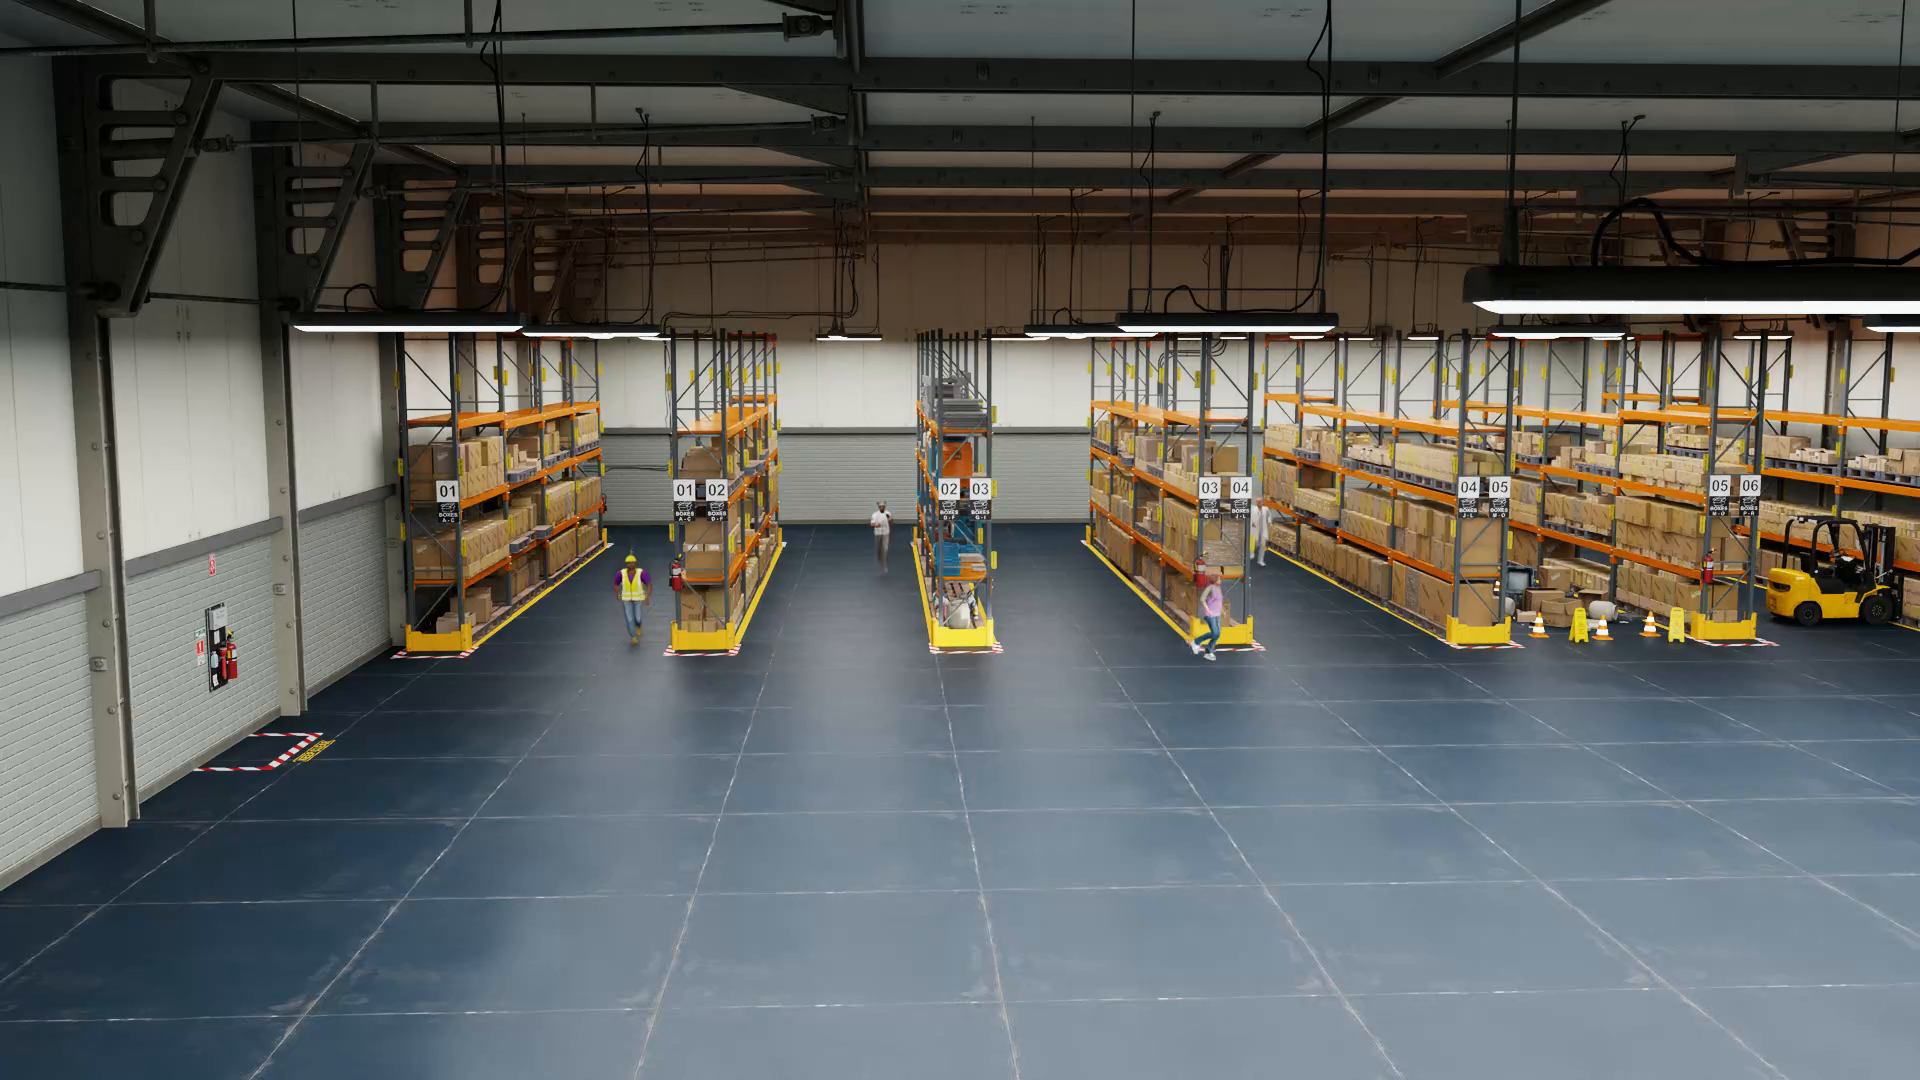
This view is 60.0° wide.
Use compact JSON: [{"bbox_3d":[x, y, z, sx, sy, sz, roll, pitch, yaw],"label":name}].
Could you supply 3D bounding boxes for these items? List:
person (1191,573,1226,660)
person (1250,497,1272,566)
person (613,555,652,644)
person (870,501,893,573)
[{"bbox_3d":[4.579,1.383,30.446,0.524,1.558,0.575,5,8,36],"label":"person"},{"bbox_3d":[7.793,-0.237,43.279,0.725,1.753,0.985,0,7,-3],"label":"person"},{"bbox_3d":[-6.255,1.140,31.739,0.730,1.724,0.616,-1,7,-6],"label":"person"},{"bbox_3d":[-1.883,-0.107,40.214,0.576,1.723,0.862,-1,7,-7],"label":"person"}]
